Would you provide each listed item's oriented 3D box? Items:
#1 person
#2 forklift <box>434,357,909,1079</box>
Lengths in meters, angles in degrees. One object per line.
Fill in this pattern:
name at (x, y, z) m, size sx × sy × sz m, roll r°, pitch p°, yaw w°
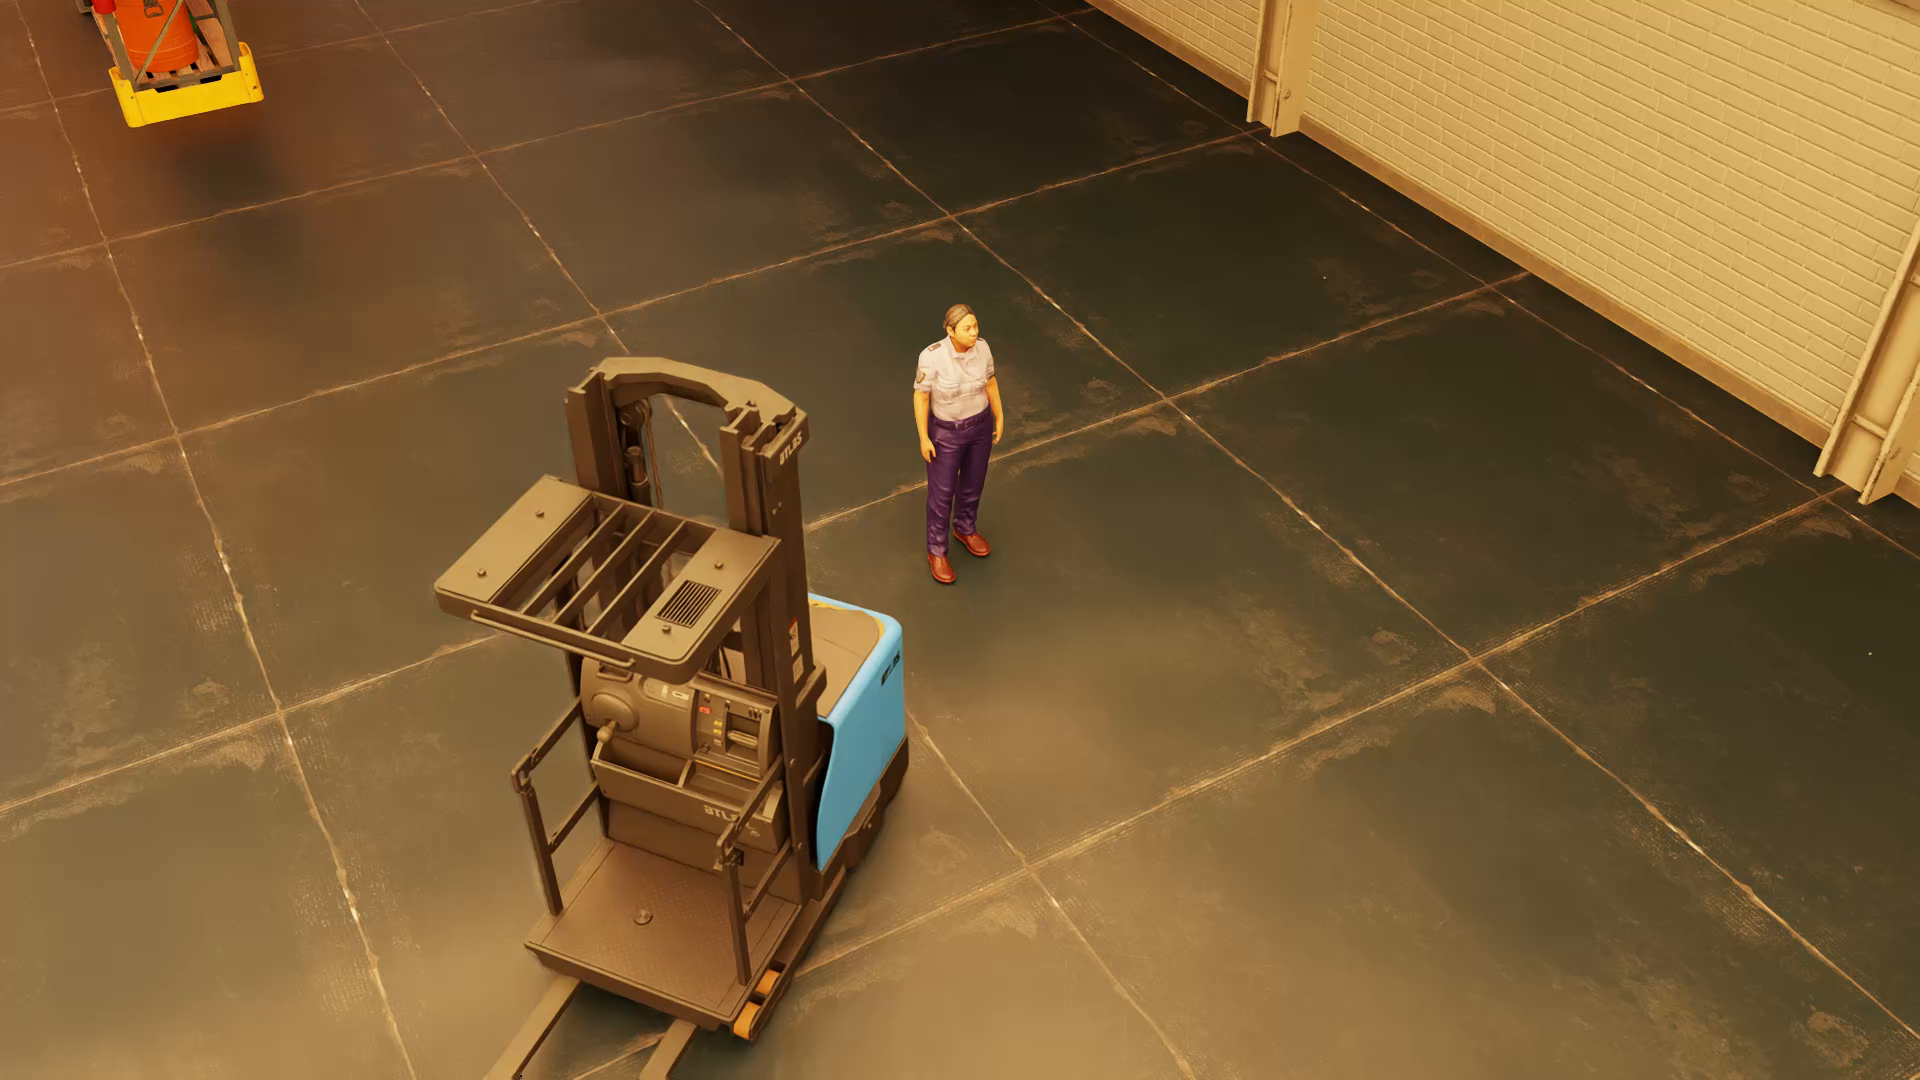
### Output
person at (0.025, -0.580, 9.736) m, size 0.598 × 1.640 × 0.503 m, roll -20°, pitch 44°, yaw -23°
forklift at (-1.309, 0.833, 7.032) m, size 1.130 × 2.935 × 3.031 m, roll 15°, pitch 42°, yaw 17°
